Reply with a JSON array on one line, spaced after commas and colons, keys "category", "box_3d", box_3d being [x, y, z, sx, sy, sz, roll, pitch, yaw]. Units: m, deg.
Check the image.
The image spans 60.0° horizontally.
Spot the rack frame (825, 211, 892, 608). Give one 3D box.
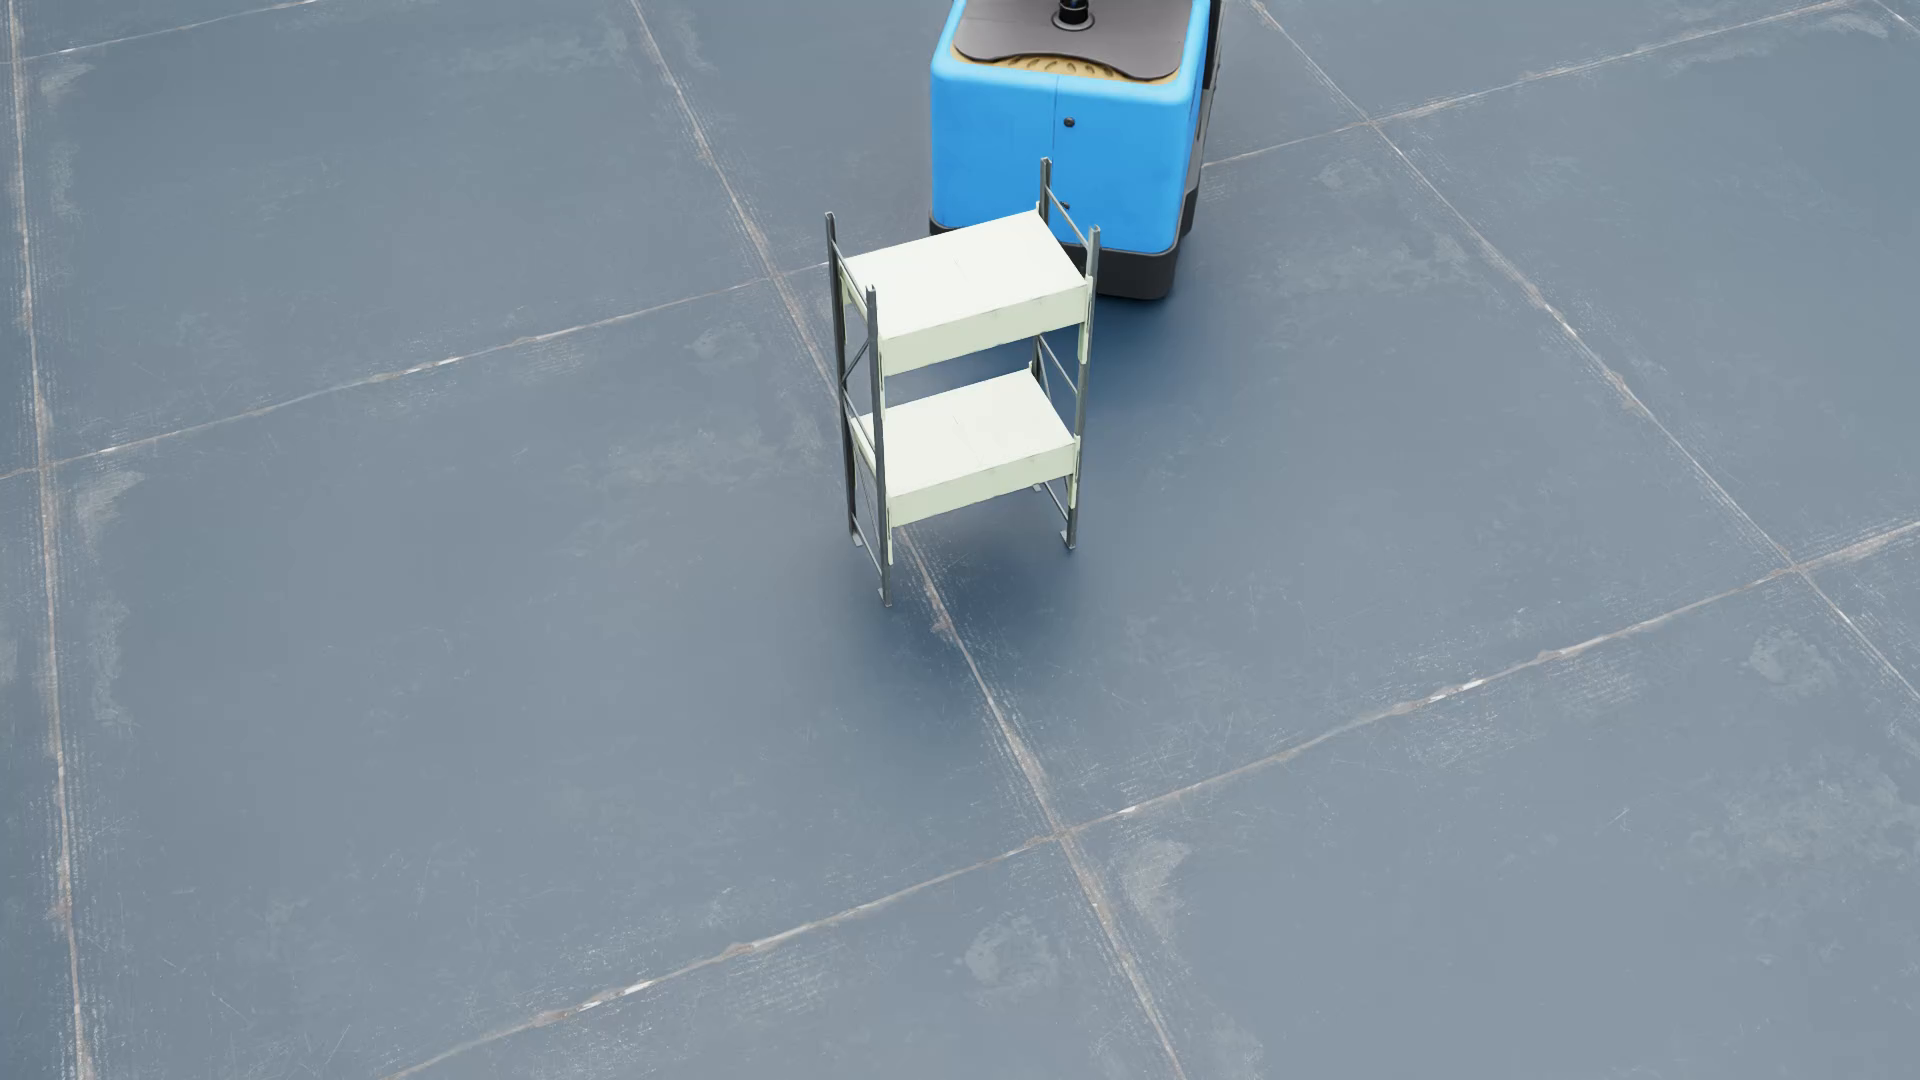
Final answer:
[{"category": "rack frame", "box_3d": [-0.333, -0.386, 5.593, 0.023, 1.500, 0.400, -17, 52, -14]}]

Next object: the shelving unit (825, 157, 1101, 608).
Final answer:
[{"category": "shelving unit", "box_3d": [0.006, -0.491, 5.683, 0.755, 1.500, 0.431, -17, 52, -14]}]

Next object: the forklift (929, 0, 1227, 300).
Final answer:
[{"category": "forklift", "box_3d": [0.670, -3.113, 6.991, 1.130, 2.935, 3.031, 9, 50, 8]}]

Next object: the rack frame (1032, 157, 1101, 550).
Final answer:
[{"category": "rack frame", "box_3d": [0.345, -0.596, 5.773, 0.023, 1.500, 0.400, -17, 52, -14]}]

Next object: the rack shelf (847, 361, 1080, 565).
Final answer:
[{"category": "rack shelf", "box_3d": [0.006, -0.278, 5.930, 0.720, 0.370, 0.431, -17, 52, -14]}]

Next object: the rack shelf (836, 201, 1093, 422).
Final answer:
[{"category": "rack shelf", "box_3d": [0.006, -0.745, 5.387, 0.720, 0.370, 0.431, -17, 52, -14]}]
